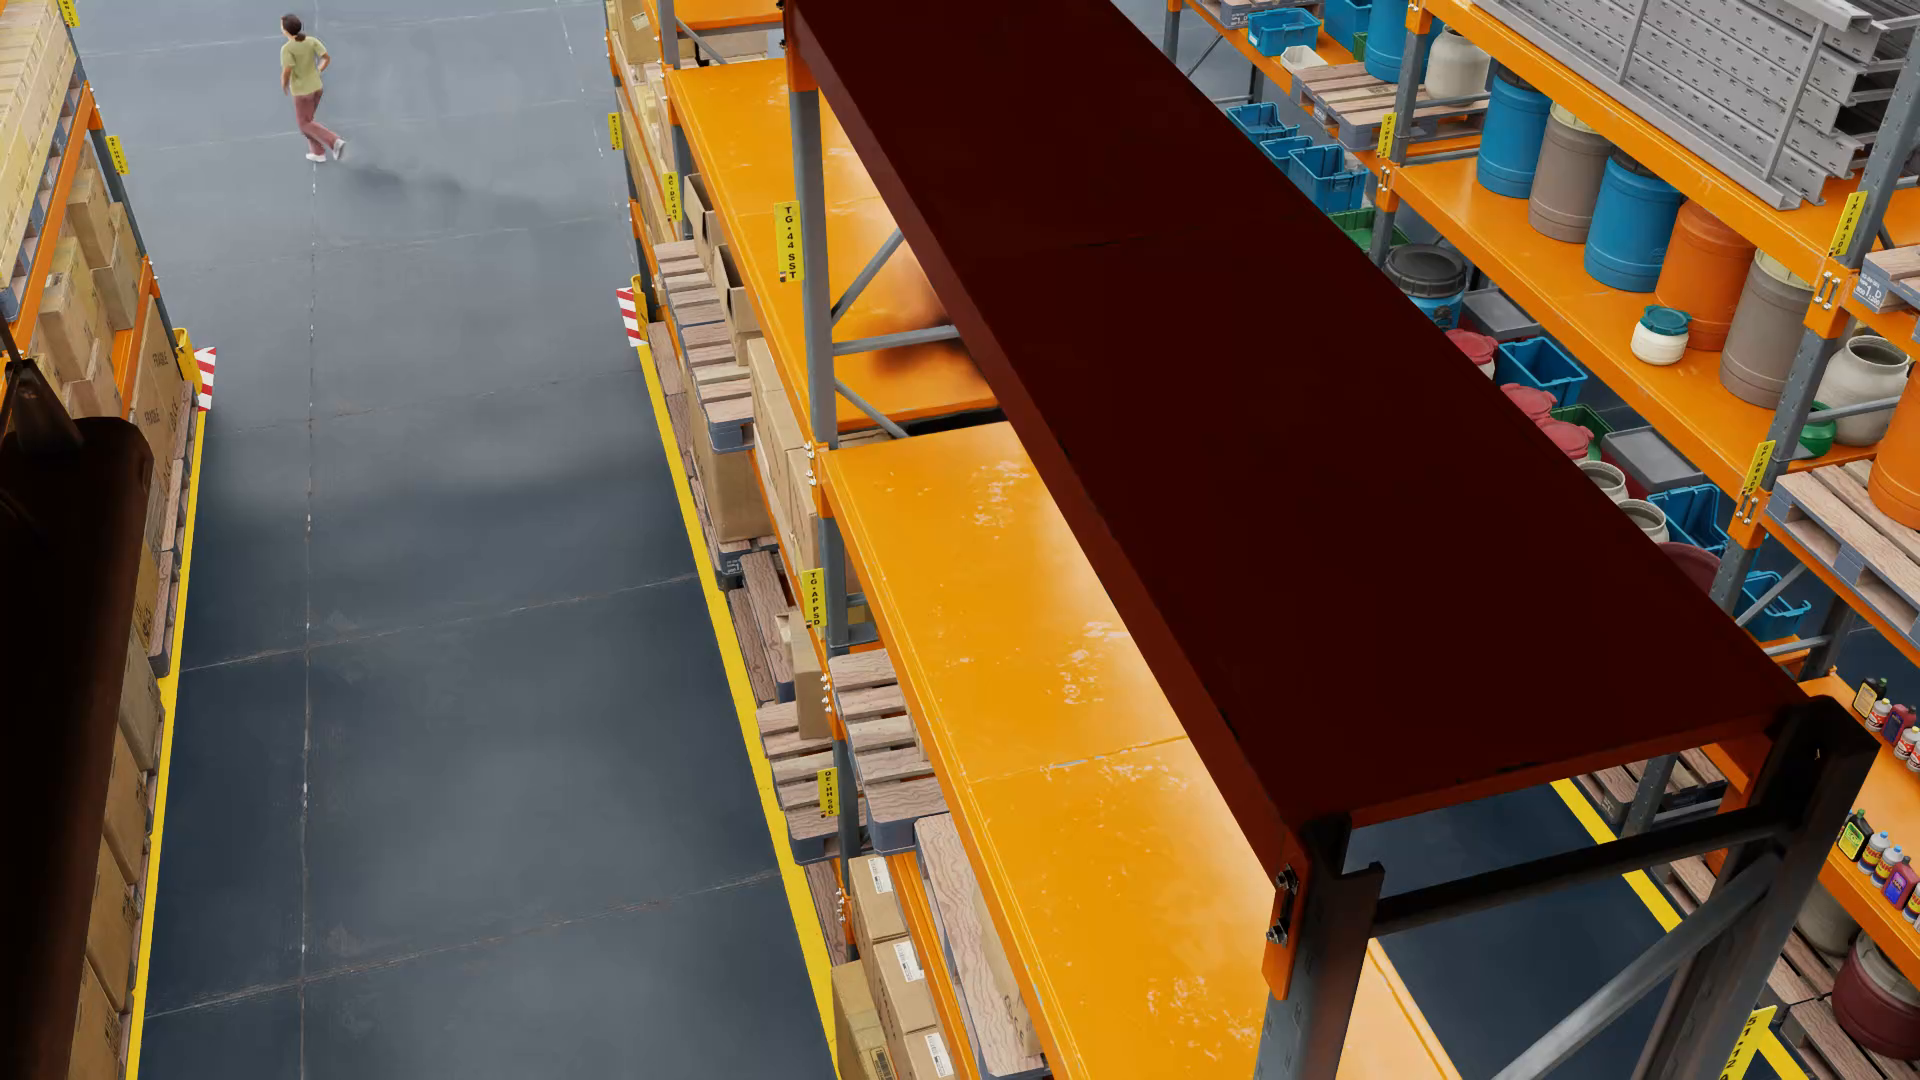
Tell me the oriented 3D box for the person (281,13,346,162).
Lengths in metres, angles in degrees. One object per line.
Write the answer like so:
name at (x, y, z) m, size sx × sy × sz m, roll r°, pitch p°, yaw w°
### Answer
person at (-6.820, -4.710, 17.459) m, size 0.637 × 1.631 × 0.599 m, roll 18°, pitch 42°, yaw 21°

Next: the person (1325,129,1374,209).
person at (3.845, -3.802, 16.222) m, size 0.732 × 1.754 × 0.911 m, roll -19°, pitch 42°, yaw -23°
